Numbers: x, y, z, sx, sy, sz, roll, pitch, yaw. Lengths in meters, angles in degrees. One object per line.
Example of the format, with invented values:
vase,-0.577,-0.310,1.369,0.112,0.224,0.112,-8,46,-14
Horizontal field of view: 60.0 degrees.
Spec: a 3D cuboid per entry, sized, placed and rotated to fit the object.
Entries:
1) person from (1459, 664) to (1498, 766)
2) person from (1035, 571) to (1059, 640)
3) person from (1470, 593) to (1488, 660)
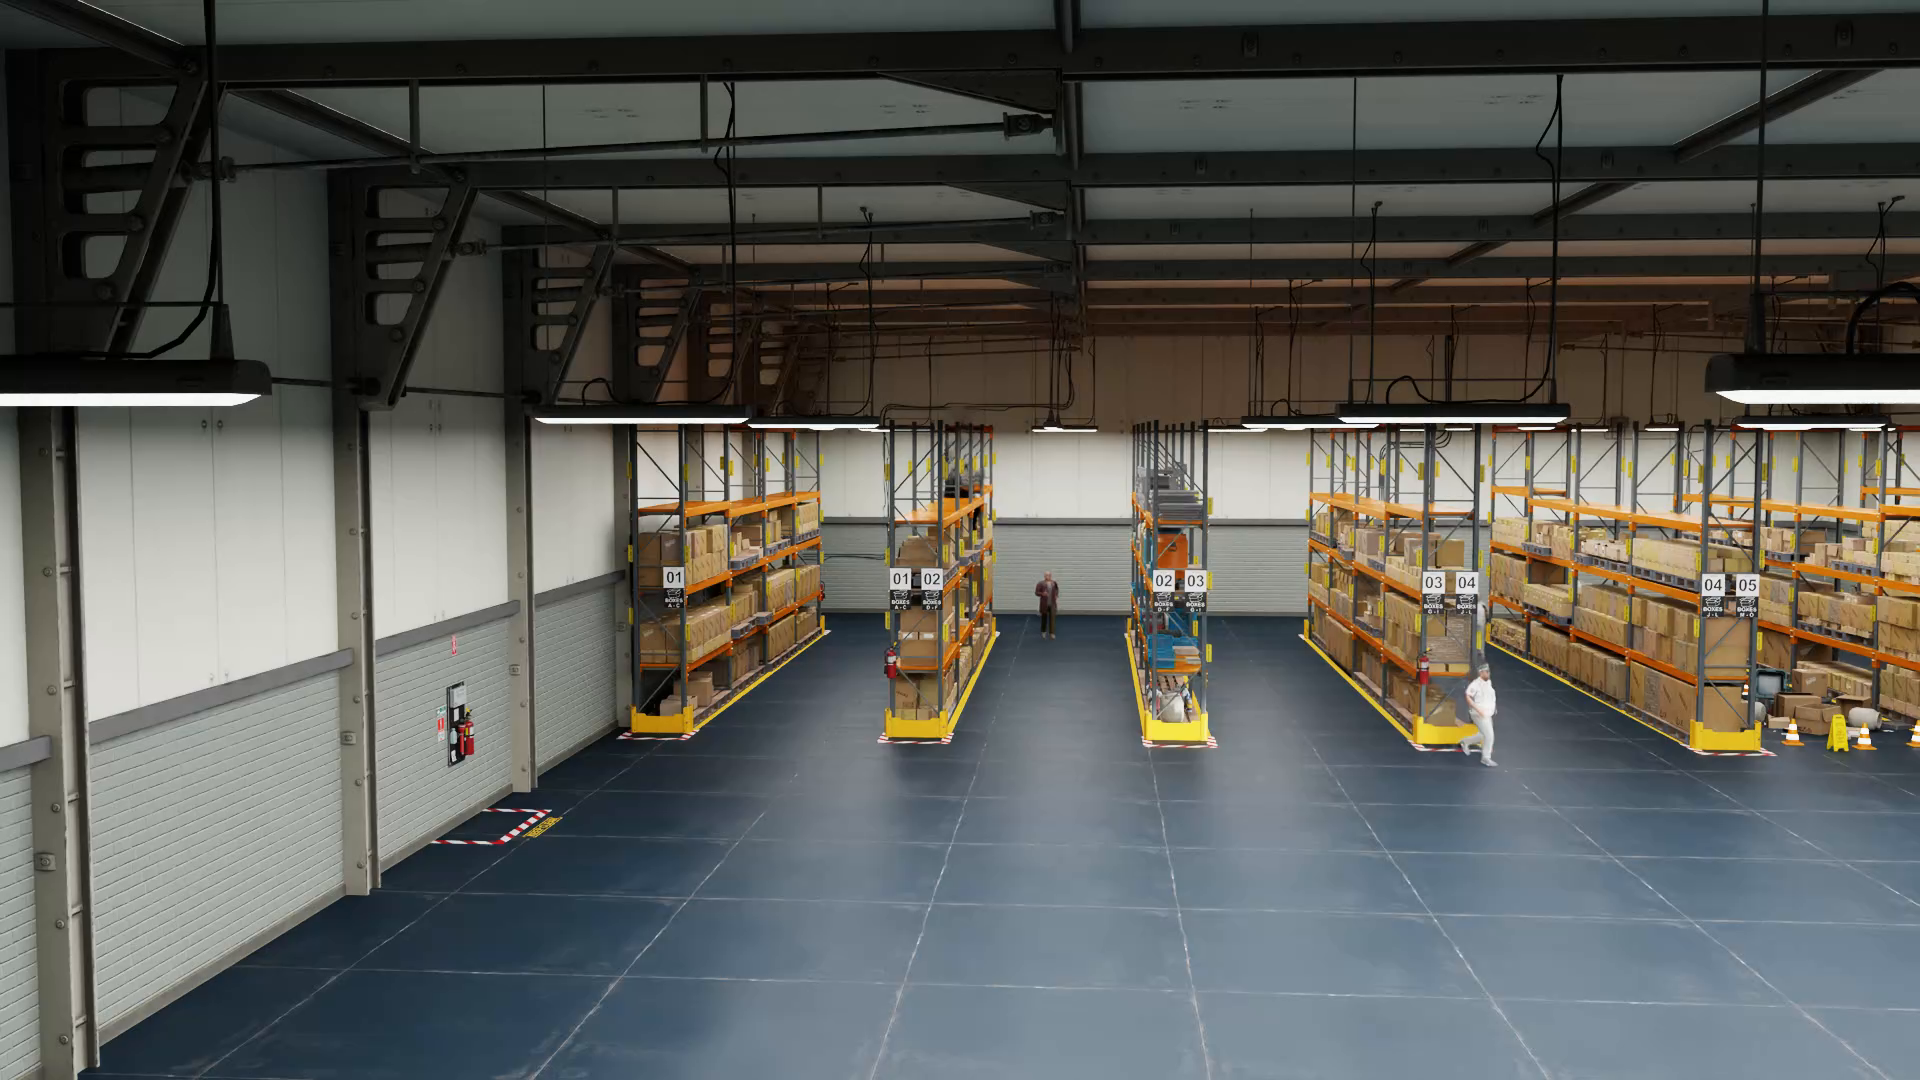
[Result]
person,9.079,3.026,29.051,0.758,1.766,0.690,3,5,43
person,2.339,1.741,44.140,0.704,1.828,0.974,-1,4,-12
person,13.251,2.186,42.621,0.607,1.660,0.903,0,4,5
